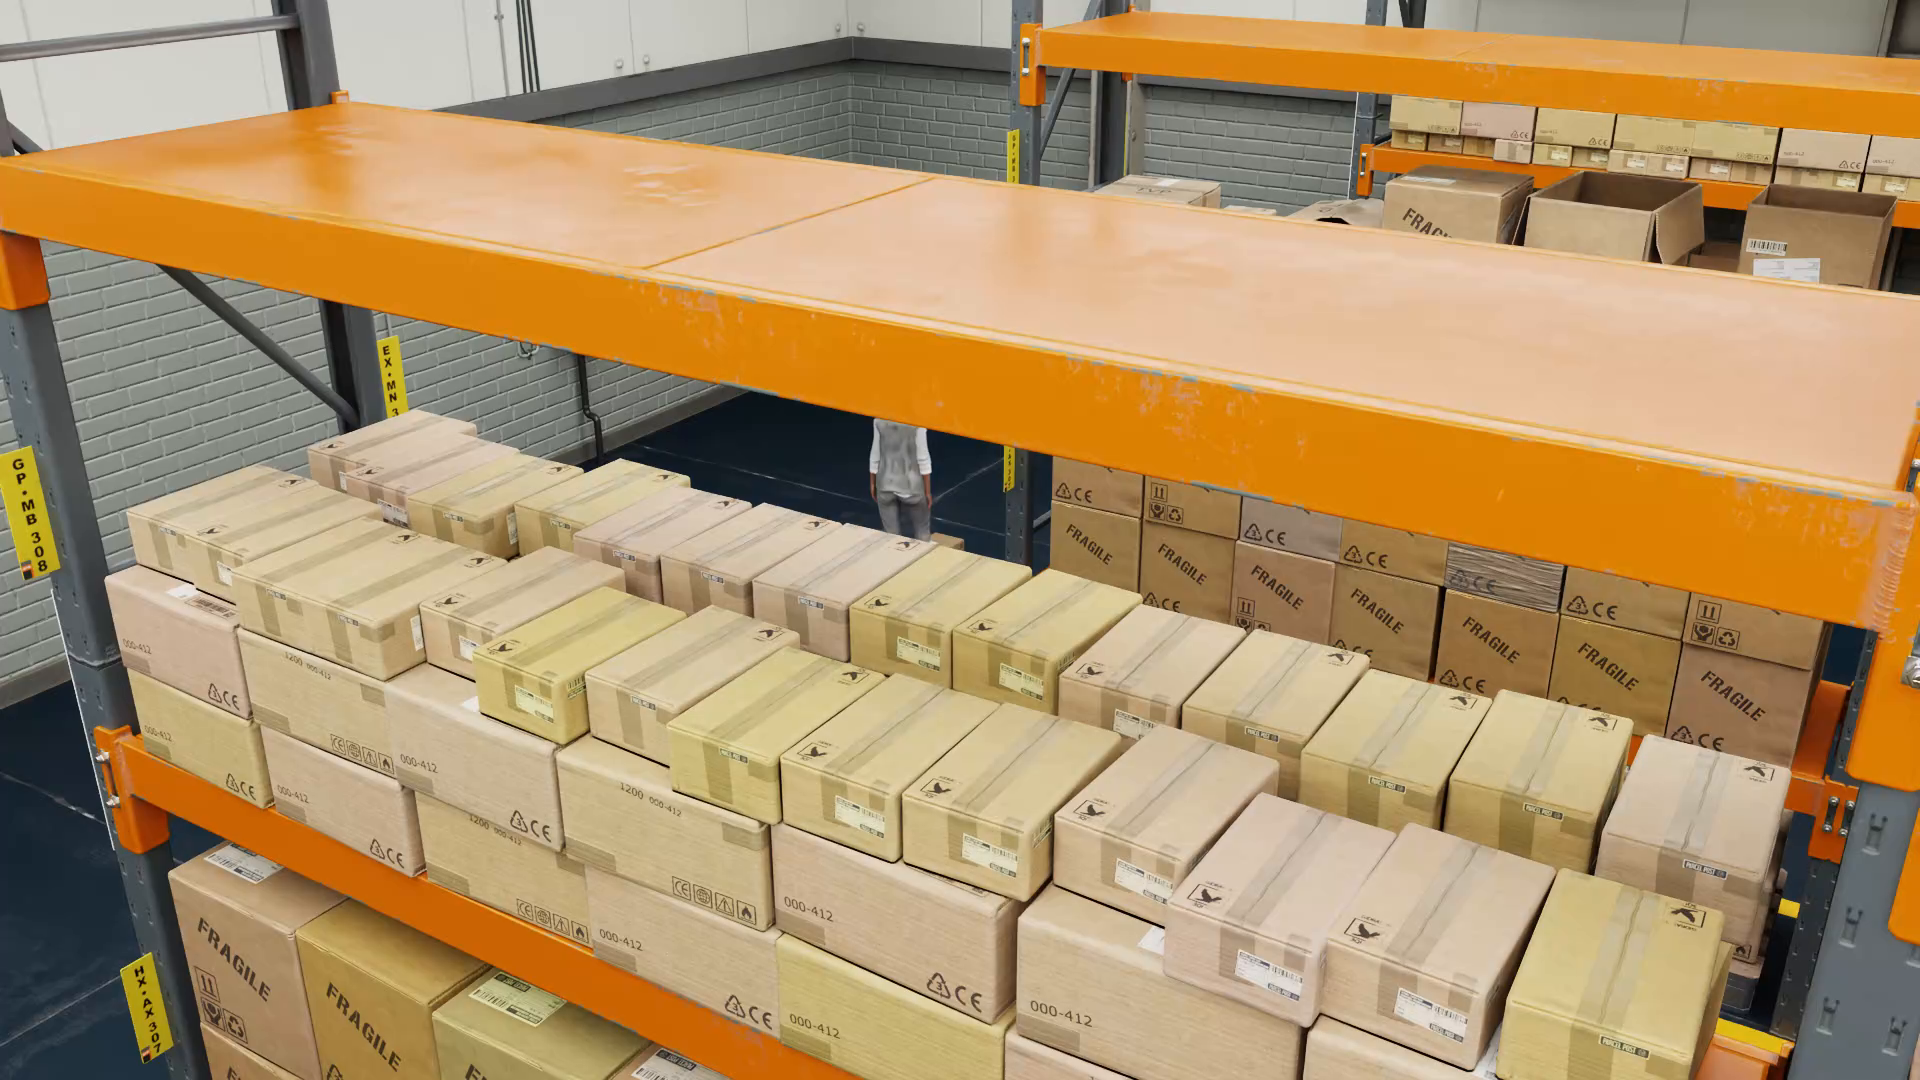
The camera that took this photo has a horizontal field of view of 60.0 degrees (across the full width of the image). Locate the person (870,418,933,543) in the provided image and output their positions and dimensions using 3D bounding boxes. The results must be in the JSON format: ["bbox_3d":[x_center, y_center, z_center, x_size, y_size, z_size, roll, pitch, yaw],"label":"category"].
[{"bbox_3d":[-0.382,-0.367,11.382,0.457,1.600,0.522,4,24,9],"label":"person"}]
